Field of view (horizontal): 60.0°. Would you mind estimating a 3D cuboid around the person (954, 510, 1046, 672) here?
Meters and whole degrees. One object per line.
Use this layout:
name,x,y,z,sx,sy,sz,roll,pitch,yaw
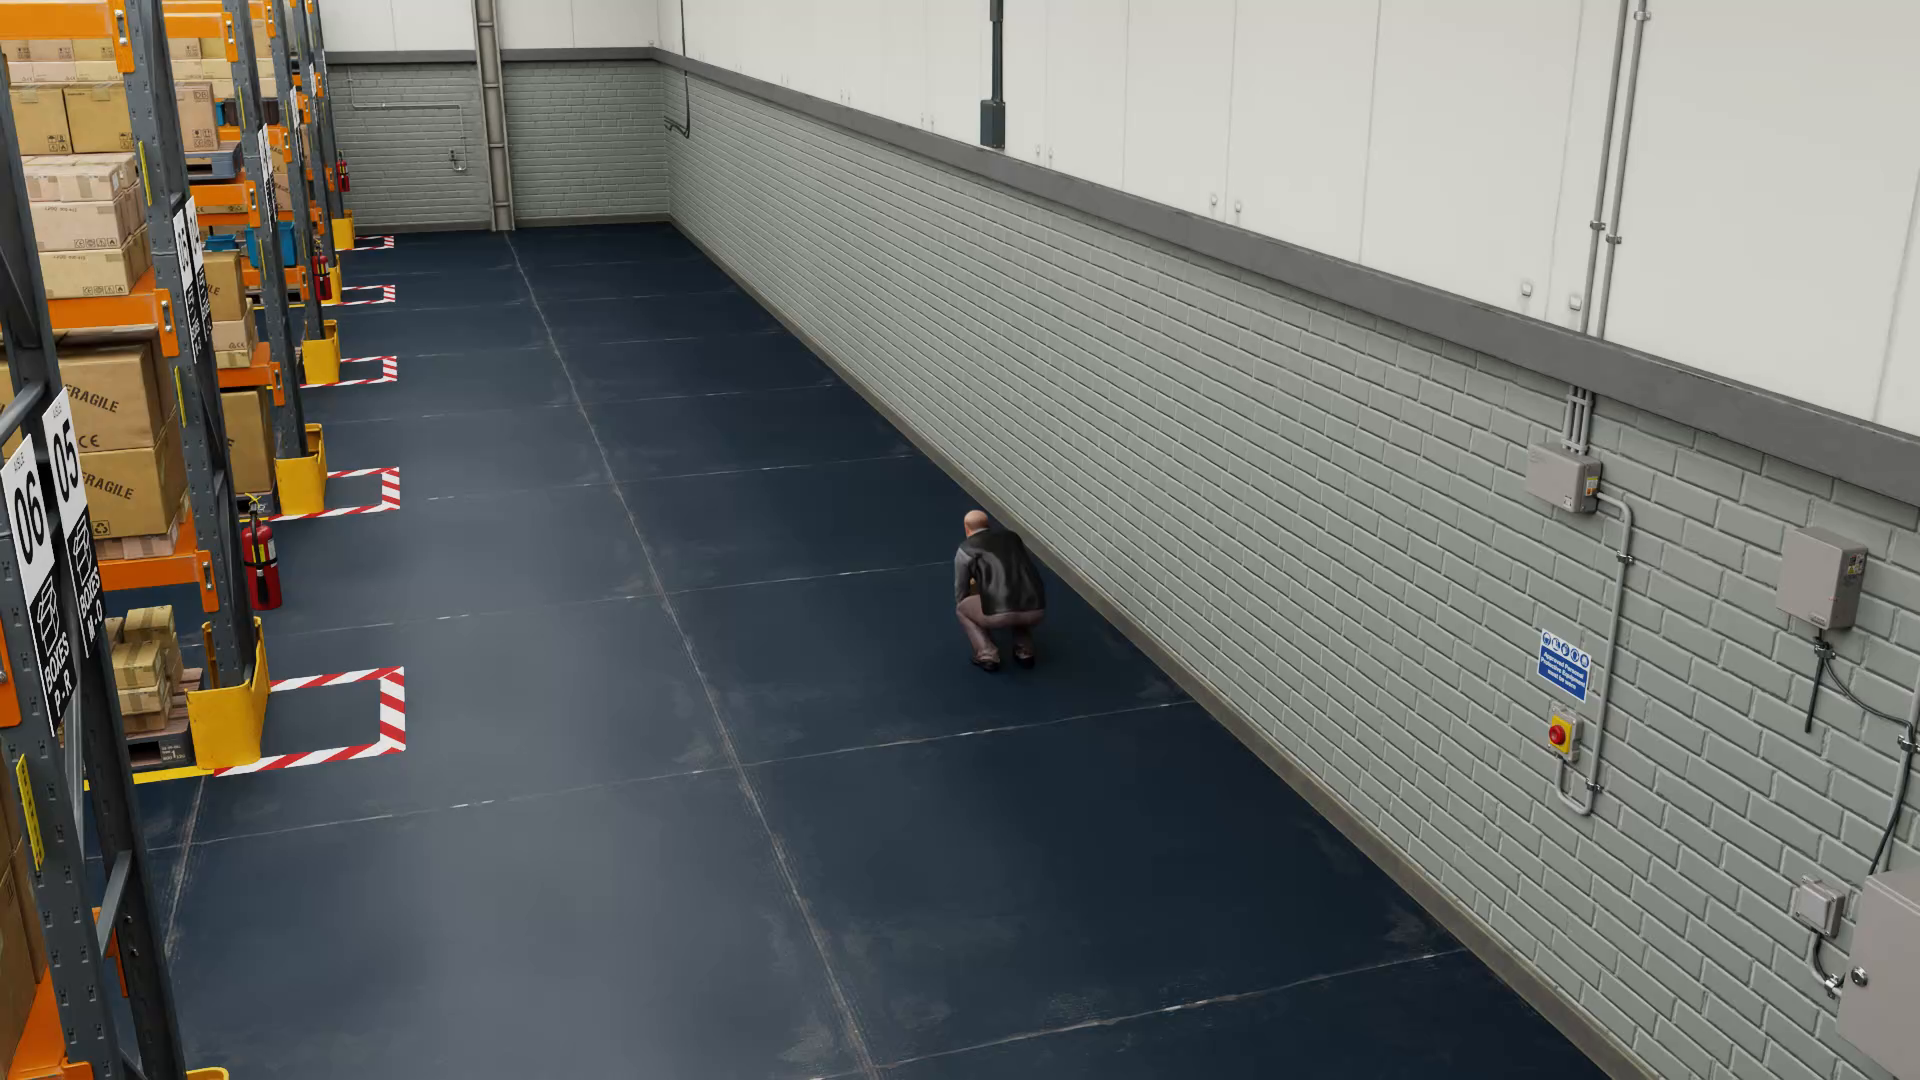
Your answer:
person,0.245,0.338,11.274,0.518,0.967,0.888,-7,20,-18
